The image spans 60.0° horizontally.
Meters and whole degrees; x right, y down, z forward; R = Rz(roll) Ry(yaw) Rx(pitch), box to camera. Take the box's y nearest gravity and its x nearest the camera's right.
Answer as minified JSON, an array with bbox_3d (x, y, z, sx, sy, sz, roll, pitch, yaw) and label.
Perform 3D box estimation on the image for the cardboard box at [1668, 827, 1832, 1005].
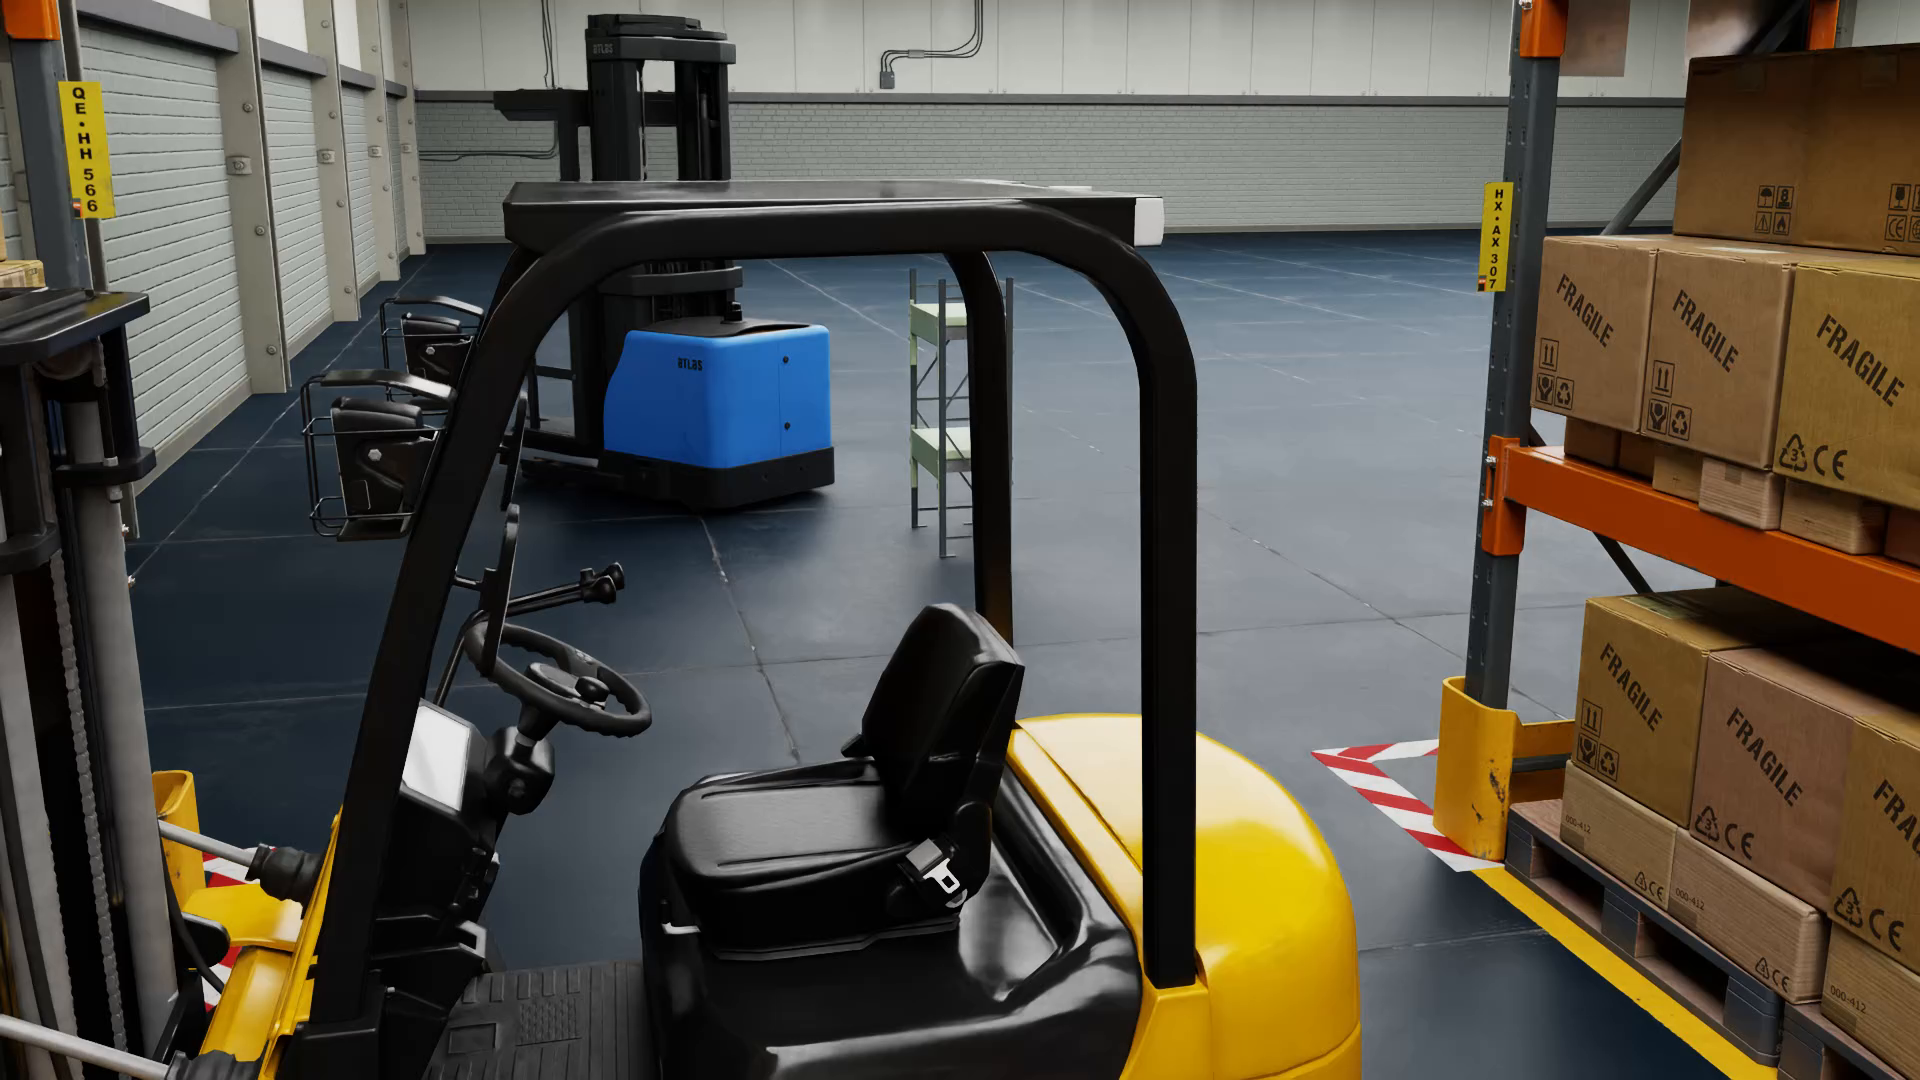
[{"bbox_3d":[2.185,0.924,4.233,0.500,0.250,0.500,-3,14,-11],"label":"cardboard box"}]

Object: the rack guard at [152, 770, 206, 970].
[{"bbox_3d":[-2.678,0.959,4.448,1.175,0.500,0.348,-3,14,-13],"label":"rack guard"}]

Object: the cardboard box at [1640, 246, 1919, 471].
[{"bbox_3d":[2.118,-0.476,4.219,0.500,0.500,0.500,-3,14,-11],"label":"cardboard box"}]

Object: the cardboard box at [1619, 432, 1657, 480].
[{"bbox_3d":[2.104,-0.258,4.691,0.380,0.149,0.250,-3,14,-12],"label":"cardboard box"}]

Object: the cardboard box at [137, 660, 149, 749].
[{"bbox_3d":[-2.261,0.485,3.923,0.500,0.250,0.500,-3,14,-11],"label":"cardboard box"}]

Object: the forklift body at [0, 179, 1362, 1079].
[{"bbox_3d":[-0.453,0.498,2.855,2.313,2.155,1.214,-3,14,-13],"label":"forklift body"}]

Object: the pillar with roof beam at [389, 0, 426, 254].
[{"bbox_3d":[-6.246,-10.114,31.864,9.100,9.000,0.400,-3,14,-13],"label":"pillar with roof beam"}]

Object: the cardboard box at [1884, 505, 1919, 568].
[{"bbox_3d":[2.316,-0.016,3.700,0.380,0.149,0.250,-3,14,-11],"label":"cardboard box"}]

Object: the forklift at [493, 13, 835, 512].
[{"bbox_3d":[-2.263,-1.853,10.837,3.031,2.935,1.130,11,17,38],"label":"forklift"}]

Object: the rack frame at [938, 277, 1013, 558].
[{"bbox_3d":[0.084,-0.646,8.910,0.400,1.500,0.023,-3,14,-13],"label":"rack frame"}]

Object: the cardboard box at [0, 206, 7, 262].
[{"bbox_3d":[-2.383,-0.687,3.714,0.380,0.149,0.250,-3,14,-13],"label":"cardboard box"}]

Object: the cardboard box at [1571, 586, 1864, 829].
[{"bbox_3d":[2.079,0.447,4.605,0.500,0.500,0.500,-4,14,-15],"label":"cardboard box"}]

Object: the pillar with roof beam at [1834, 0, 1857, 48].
[{"bbox_3d":[16.004,-11.390,37.086,9.100,9.000,0.400,-3,14,-13],"label":"pillar with roof beam"}]

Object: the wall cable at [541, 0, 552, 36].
[{"bbox_3d":[-7.207,-11.723,34.351,3.097,2.526,0.112,-3,14,-13],"label":"wall cable"}]

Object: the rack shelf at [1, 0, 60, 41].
[{"bbox_3d":[-2.202,-0.896,1.970,1.077,0.370,4.000,-3,14,-13],"label":"rack shelf"}]

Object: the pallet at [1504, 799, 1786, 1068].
[{"bbox_3d":[2.326,1.034,4.749,1.003,0.211,1.213,-3,14,-13],"label":"pallet"}]

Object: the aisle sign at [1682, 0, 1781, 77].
[{"bbox_3d":[2.419,-1.821,5.081,0.394,0.787,0.004,-3,14,-13],"label":"aisle sign"}]

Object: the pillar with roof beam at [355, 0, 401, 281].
[{"bbox_3d":[-4.836,-8.730,26.198,9.100,9.000,0.400,-3,14,-13],"label":"pillar with roof beam"}]

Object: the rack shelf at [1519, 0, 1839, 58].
[{"bbox_3d":[2.622,-1.174,3.106,1.077,0.370,4.000,-3,14,-13],"label":"rack shelf"}]

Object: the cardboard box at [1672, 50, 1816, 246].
[{"bbox_3d":[2.484,-1.100,4.666,0.700,0.500,0.500,-4,14,-15],"label":"cardboard box"}]

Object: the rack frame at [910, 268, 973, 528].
[{"bbox_3d":[-0.088,-0.815,9.601,0.400,1.500,0.023,-3,14,-13],"label":"rack frame"}]

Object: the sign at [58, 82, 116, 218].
[{"bbox_3d":[-2.141,-0.954,4.074,0.100,0.325,0.005,-3,14,-13],"label":"sign"}]

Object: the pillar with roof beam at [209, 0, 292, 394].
[{"bbox_3d":[-2.018,-5.961,14.867,9.100,9.000,0.400,-3,14,-13],"label":"pillar with roof beam"}]

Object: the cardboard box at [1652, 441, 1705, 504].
[{"bbox_3d":[2.087,-0.192,4.422,0.380,0.149,0.250,-4,14,-15],"label":"cardboard box"}]

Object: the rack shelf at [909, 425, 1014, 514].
[{"bbox_3d":[-0.002,-0.413,9.333,0.431,0.370,0.720,-3,14,-13],"label":"rack shelf"}]

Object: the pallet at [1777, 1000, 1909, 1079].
[{"bbox_3d":[2.609,1.315,3.599,1.003,0.211,1.213,-3,14,-13],"label":"pallet"}]

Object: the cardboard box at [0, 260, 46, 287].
[{"bbox_3d":[-2.318,-0.549,3.776,0.380,0.149,0.250,-3,14,-12],"label":"cardboard box"}]

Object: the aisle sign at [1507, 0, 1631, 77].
[{"bbox_3d":[1.836,-1.787,4.944,0.394,0.787,0.004,-3,14,-13],"label":"aisle sign"}]

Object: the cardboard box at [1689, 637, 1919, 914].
[{"bbox_3d":[2.206,0.568,4.112,0.500,0.500,0.500,-4,14,-15],"label":"cardboard box"}]

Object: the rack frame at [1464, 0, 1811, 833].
[{"bbox_3d":[2.152,-0.527,5.265,1.000,3.000,0.127,-3,14,-13],"label":"rack frame"}]

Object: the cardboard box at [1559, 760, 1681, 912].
[{"bbox_3d":[2.073,0.806,4.716,0.500,0.250,0.500,-3,14,-14],"label":"cardboard box"}]

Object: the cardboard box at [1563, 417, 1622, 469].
[{"bbox_3d":[2.031,-0.315,4.927,0.380,0.149,0.250,-3,14,-13],"label":"cardboard box"}]

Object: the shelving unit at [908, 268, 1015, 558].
[{"bbox_3d":[-0.002,-0.730,9.255,0.431,1.500,0.755,-3,14,-13],"label":"shelving unit"}]

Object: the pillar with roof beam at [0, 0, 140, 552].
[{"bbox_3d":[-0.609,-4.577,9.201,9.100,9.000,0.400,-3,14,-13],"label":"pillar with roof beam"}]

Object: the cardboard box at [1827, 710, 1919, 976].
[{"bbox_3d":[2.316,0.684,3.637,0.500,0.500,0.500,-3,14,-12],"label":"cardboard box"}]

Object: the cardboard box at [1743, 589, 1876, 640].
[{"bbox_3d":[2.594,0.411,4.755,0.500,0.500,0.500,-3,14,-13],"label":"cardboard box"}]

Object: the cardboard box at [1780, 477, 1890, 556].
[{"bbox_3d":[2.196,-0.073,3.936,0.380,0.149,0.250,-3,14,-12],"label":"cardboard box"}]

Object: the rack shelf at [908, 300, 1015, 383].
[{"bbox_3d":[-0.002,-1.109,9.163,0.431,0.370,0.720,-3,14,-13],"label":"rack shelf"}]

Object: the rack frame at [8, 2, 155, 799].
[{"bbox_3d":[-2.672,-0.250,4.129,1.000,3.000,0.127,-3,14,-13],"label":"rack frame"}]

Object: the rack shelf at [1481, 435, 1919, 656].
[{"bbox_3d":[2.622,0.284,3.462,1.077,0.370,4.000,-3,14,-13],"label":"rack shelf"}]

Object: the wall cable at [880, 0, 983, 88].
[{"bbox_3d":[-0.605,-12.805,35.712,2.305,6.003,0.169,-3,14,-13],"label":"wall cable"}]

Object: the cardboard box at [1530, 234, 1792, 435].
[{"bbox_3d":[1.994,-0.596,4.707,0.500,0.500,0.500,-4,14,-14],"label":"cardboard box"}]

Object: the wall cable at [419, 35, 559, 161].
[{"bbox_3d":[-9.837,-9.119,34.333,3.097,2.526,0.112,-3,14,-13],"label":"wall cable"}]

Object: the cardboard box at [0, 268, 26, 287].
[{"bbox_3d":[-2.229,-0.492,3.542,0.380,0.149,0.250,-3,14,-12],"label":"cardboard box"}]

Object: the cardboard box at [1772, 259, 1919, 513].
[{"bbox_3d":[2.239,-0.359,3.738,0.500,0.500,0.500,-4,14,-14],"label":"cardboard box"}]

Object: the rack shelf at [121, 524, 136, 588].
[{"bbox_3d":[-2.202,0.561,2.326,1.077,0.370,4.000,-3,14,-13],"label":"rack shelf"}]

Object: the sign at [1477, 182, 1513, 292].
[{"bbox_3d":[1.625,-0.917,5.038,0.100,0.325,0.005,-3,14,-13],"label":"sign"}]

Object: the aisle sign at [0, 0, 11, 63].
[{"bbox_3d":[-2.402,-1.544,3.949,0.394,0.787,0.004,-3,14,-13],"label":"aisle sign"}]

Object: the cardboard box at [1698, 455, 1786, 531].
[{"bbox_3d":[2.102,-0.131,4.172,0.380,0.149,0.250,-3,14,-12],"label":"cardboard box"}]

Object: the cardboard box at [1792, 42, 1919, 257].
[{"bbox_3d":[2.596,-0.983,4.187,0.700,0.500,0.500,-3,14,-13],"label":"cardboard box"}]

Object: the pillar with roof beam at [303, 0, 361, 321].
[{"bbox_3d":[-3.427,-7.346,20.532,9.100,9.000,0.400,-3,14,-13],"label":"pillar with roof beam"}]

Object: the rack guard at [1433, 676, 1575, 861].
[{"bbox_3d":[2.170,0.705,5.490,1.175,0.500,0.348,-3,14,-13],"label":"rack guard"}]

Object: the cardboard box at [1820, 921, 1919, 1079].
[{"bbox_3d":[2.326,1.049,3.720,0.500,0.250,0.500,-2,14,-9],"label":"cardboard box"}]
